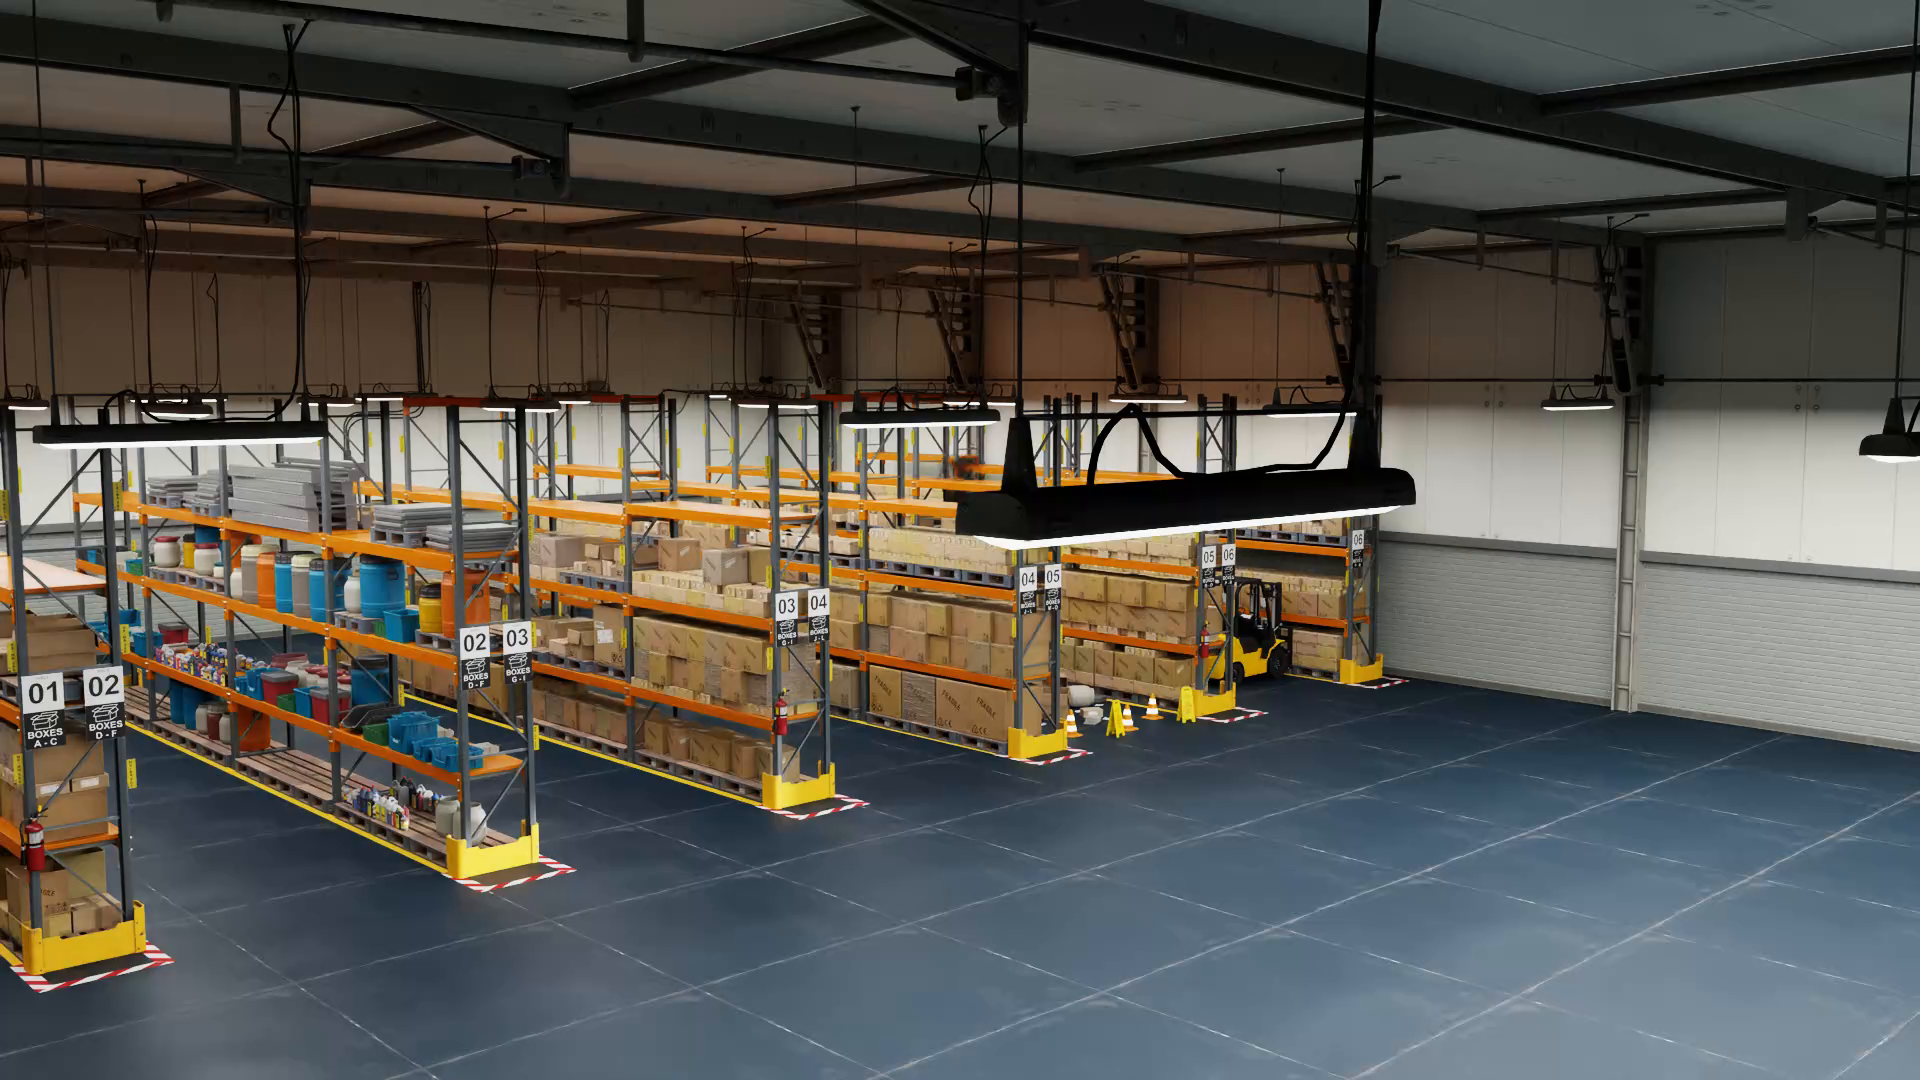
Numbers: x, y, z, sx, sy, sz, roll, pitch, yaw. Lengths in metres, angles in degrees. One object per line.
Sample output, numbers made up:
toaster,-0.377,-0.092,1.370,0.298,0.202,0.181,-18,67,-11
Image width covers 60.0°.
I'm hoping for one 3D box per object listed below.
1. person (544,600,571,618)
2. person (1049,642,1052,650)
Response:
person,-9.821,1.556,40.972,0.819,1.733,0.678,-2,6,-20
person,1.787,1.874,37.542,0.903,1.642,0.582,5,8,44
